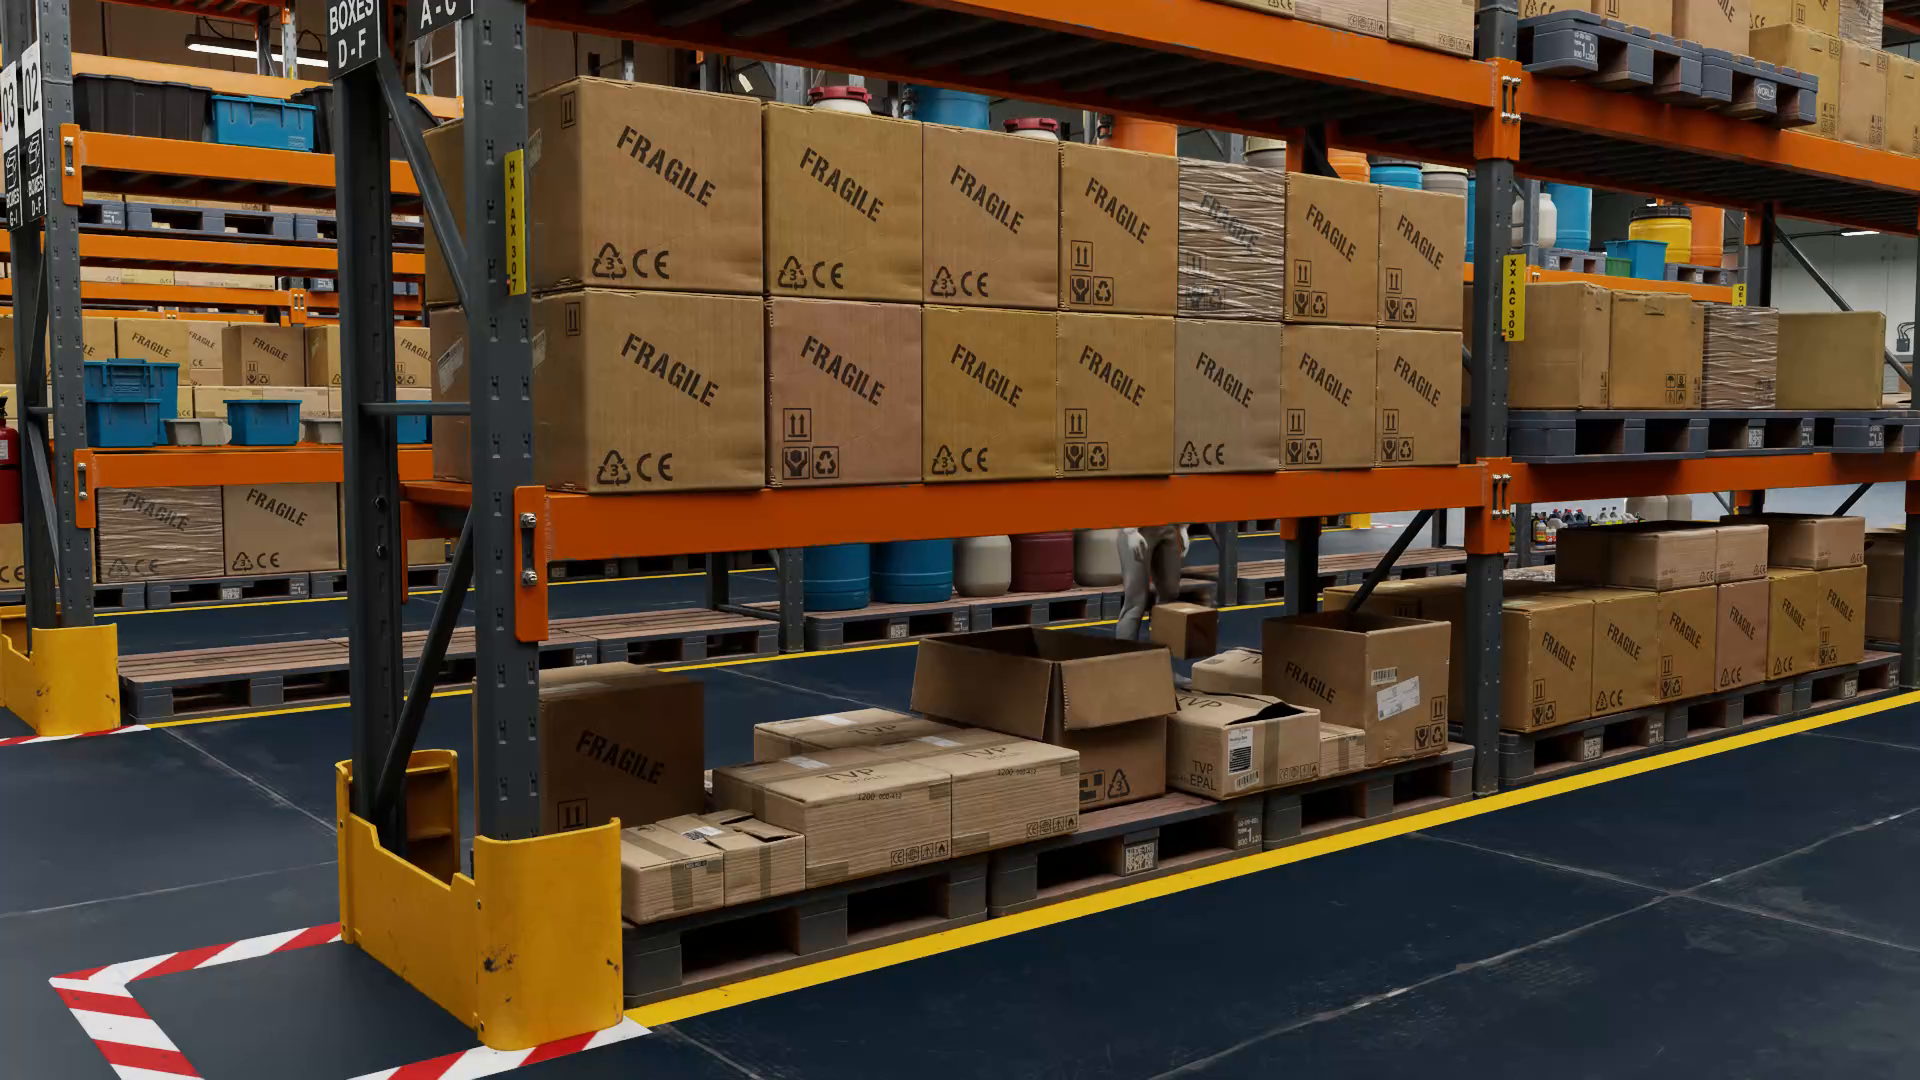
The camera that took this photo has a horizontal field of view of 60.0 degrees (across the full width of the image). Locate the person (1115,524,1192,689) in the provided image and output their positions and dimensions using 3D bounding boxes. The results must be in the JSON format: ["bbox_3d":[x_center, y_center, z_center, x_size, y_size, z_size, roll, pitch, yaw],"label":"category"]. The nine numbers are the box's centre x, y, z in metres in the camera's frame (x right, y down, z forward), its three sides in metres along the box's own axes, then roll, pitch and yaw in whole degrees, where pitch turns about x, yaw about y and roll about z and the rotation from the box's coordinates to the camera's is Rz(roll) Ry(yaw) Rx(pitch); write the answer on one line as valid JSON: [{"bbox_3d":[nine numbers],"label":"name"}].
[{"bbox_3d":[1.051,-0.025,9.026,0.511,1.668,0.411,-4,6,-40],"label":"person"}]
